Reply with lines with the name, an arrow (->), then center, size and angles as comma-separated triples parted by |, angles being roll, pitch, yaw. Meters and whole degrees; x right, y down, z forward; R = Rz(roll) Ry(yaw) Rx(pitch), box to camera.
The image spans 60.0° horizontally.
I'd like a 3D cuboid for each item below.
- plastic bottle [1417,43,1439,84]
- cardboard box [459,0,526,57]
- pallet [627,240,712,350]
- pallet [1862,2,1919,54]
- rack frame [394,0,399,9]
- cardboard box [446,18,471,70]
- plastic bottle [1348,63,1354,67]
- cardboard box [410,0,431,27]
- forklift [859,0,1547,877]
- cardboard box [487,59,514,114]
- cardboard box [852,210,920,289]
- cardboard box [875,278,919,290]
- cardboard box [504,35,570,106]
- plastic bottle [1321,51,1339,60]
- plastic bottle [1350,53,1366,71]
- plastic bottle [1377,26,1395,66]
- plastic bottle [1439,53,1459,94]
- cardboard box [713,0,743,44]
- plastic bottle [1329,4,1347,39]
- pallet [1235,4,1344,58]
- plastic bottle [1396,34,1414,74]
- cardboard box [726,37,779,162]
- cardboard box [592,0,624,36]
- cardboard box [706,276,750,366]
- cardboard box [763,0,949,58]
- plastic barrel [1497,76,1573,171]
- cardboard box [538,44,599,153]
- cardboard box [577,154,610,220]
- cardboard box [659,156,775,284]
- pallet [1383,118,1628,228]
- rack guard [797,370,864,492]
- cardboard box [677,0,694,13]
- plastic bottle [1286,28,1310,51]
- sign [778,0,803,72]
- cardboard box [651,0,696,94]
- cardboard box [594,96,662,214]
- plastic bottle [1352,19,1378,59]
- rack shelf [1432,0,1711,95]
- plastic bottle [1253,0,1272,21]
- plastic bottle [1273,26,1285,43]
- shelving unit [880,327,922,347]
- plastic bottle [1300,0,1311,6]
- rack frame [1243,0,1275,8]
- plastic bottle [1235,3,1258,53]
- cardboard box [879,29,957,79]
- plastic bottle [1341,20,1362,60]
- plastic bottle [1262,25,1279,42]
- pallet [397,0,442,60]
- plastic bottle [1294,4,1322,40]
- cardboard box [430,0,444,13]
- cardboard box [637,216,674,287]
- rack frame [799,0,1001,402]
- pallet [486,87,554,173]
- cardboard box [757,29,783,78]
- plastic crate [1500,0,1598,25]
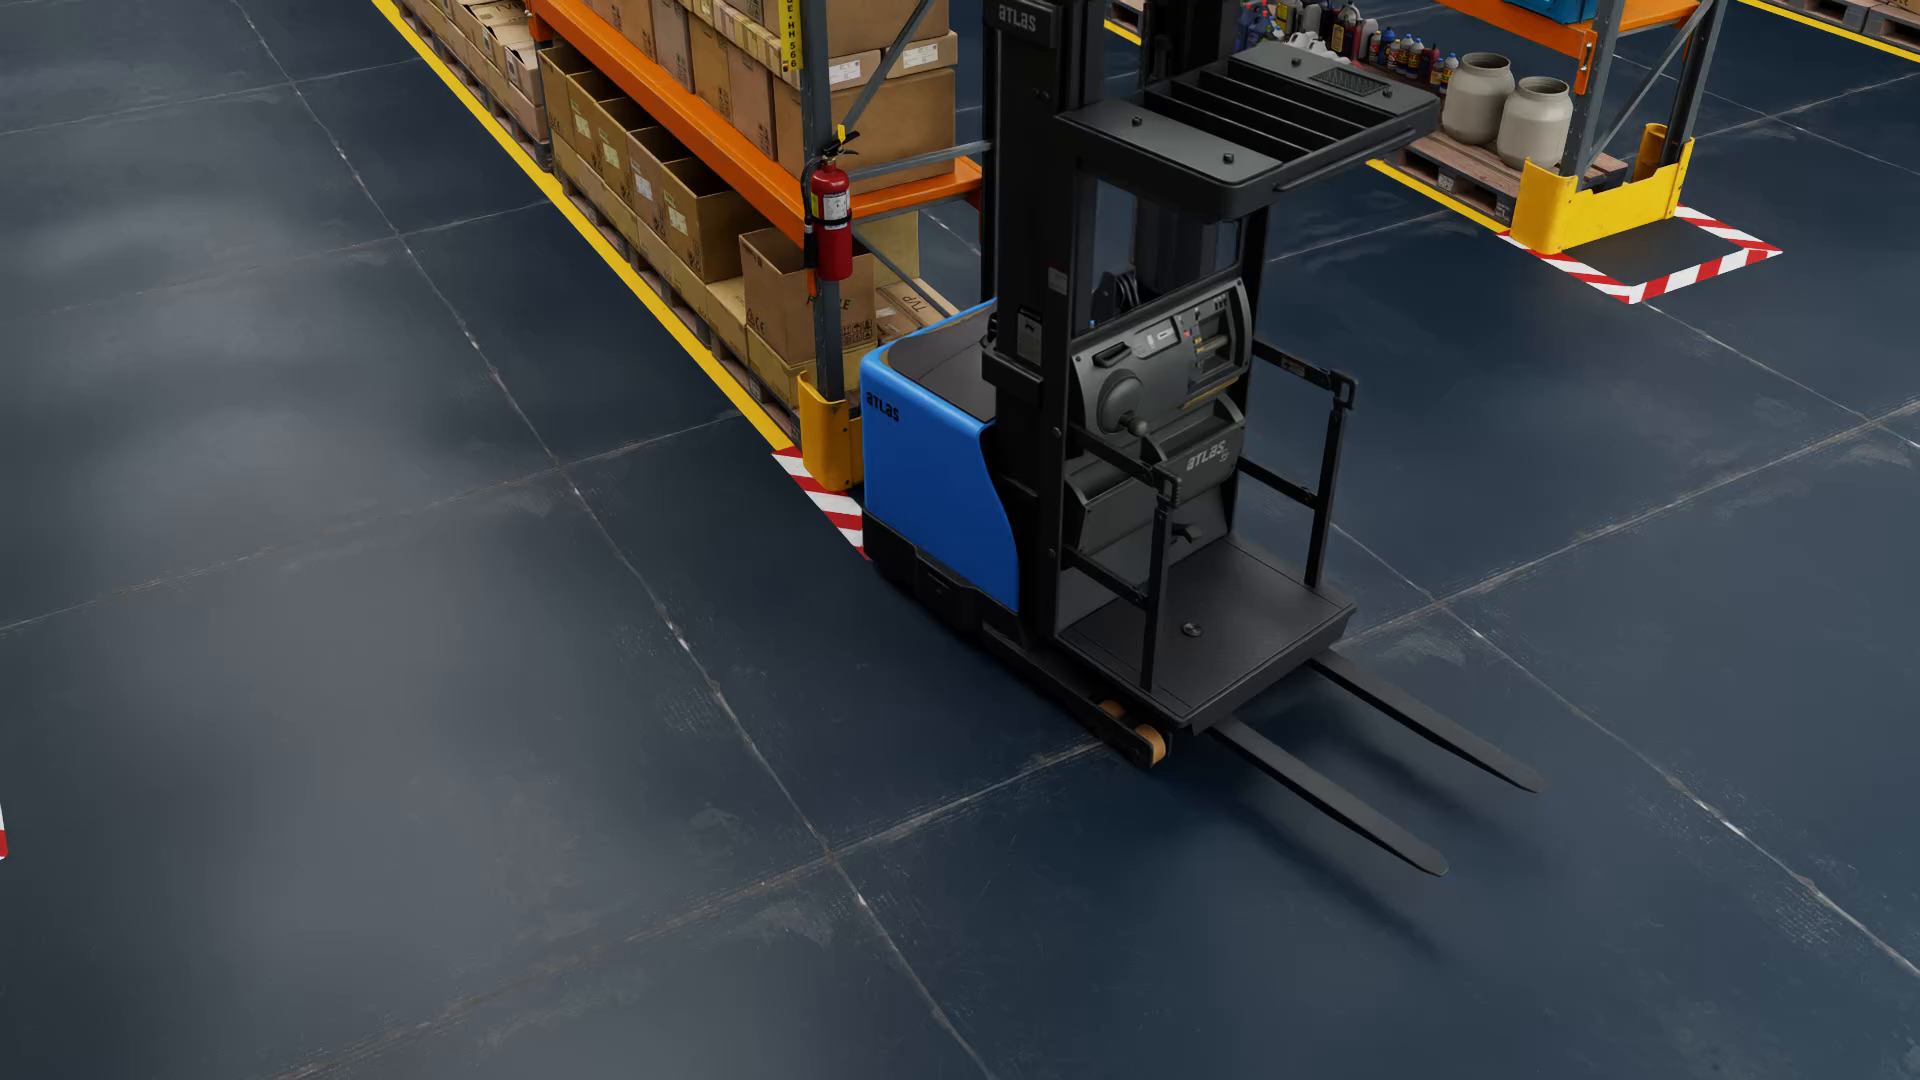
plastic bottle -> 3.321, -3.388, 11.775 | 0.061, 0.283, 0.133 | -18, 40, -23
cardboard box -> -3.201, -3.669, 11.730 | 0.500, 0.311, 0.500 | -19, 40, -24
pallet -> -1.254, -1.577, 9.729 | 1.003, 0.211, 1.213 | -19, 40, -24
pallet -> 7.927, -3.975, 13.013 | 1.003, 0.211, 1.213 | -19, 40, -24
rack frame -> -4.244, -5.783, 13.125 | 1.000, 3.000, 0.127 | -19, 40, -24
cardboard box -> -3.458, -3.707, 12.258 | 0.500, 0.250, 0.500 | -18, 40, -23
plastic bottle -> 2.684, -3.111, 11.396 | 0.061, 0.283, 0.133 | -18, 40, -23
cardboard box -> -3.981, -4.232, 12.977 | 0.500, 0.250, 0.500 | -20, 41, -25
forklift -> 0.912, -0.634, 6.133 | 1.130, 2.935, 3.031 | -28, 44, -32
cardboard box -> -2.946, -3.187, 11.545 | 0.500, 0.250, 0.500 | -20, 40, -25
cardboard box -> -0.554, -1.659, 8.818 | 0.500, 0.500, 0.500 | -19, 40, -24
cardboard box -> -0.556, -1.356, 9.039 | 0.500, 0.250, 0.500 | -19, 40, -24
cardboard box -> -2.686, -3.151, 11.020 | 0.500, 0.311, 0.500 | -19, 40, -24
plastic bottle -> 2.586, -3.261, 11.608 | 0.152, 0.276, 0.135 | -20, 41, -25
plastic bottle -> 2.747, -3.225, 11.553 | 0.061, 0.283, 0.133 | -19, 40, -24
plastic bottle -> 3.094, -3.591, 12.064 | 0.097, 0.271, 0.097 | 0, 36, 0
plastic bottle -> 3.419, -3.262, 11.614 | 0.097, 0.271, 0.097 | 0, 36, 0
cardboard box -> -0.967, -2.537, 8.045 | 0.380, 0.149, 0.250 | -18, 40, -23
plastic bottle -> 2.838, -3.878, 12.447 | 0.061, 0.283, 0.133 | -16, 39, -21
pallet -> 2.352, -3.728, 12.676 | 1.003, 0.211, 1.213 | -19, 40, -24
plastic bottle -> 3.196, -3.488, 11.923 | 0.097, 0.271, 0.097 | 0, 36, 0
cardboard box -> -0.716, -2.252, 8.206 | 0.700, 0.500, 0.500 | -18, 40, -23
cardboard box -> -1.735, -3.292, 9.630 | 0.700, 0.500, 0.500 | -19, 40, -24
cardboard box -> -1.011, -1.200, 8.825 | 0.500, 0.250, 0.500 | -19, 40, -24
cardboard box -> -0.475, -2.537, 7.495 | 0.700, 0.500, 0.500 | -19, 40, -24
plastic barrel -> 3.663, -2.647, 10.585 | 0.421, 0.512, 0.421 | 0, 36, 0
cardboard box -> -2.272, -2.776, 10.347 | 0.500, 0.500, 0.500 | -19, 40, -24
cardboard box -> -2.017, -2.220, 10.221 | 0.500, 0.250, 0.500 | -19, 40, -24
cardboard box -> -1.266, -1.756, 8.951 | 0.500, 0.500, 0.500 | -19, 40, -24
pallet -> 3.578, -2.484, 10.972 | 1.003, 0.211, 1.213 | -19, 40, -24
rack guard -> -0.212, -0.682, 8.260 | 1.175, 0.500, 0.348 | -19, 40, -24
cardboard box -> -1.233, -2.804, 8.411 | 0.380, 0.149, 0.250 | -18, 40, -23
plastic bottle -> 2.406, -3.470, 11.830 | 0.144, 0.351, 0.185 | -19, 40, -24
sign -> -0.701, -2.113, 6.917 | 0.100, 0.325, 0.005 | -19, 40, -24
cardboard box -> -1.228, -2.774, 8.921 | 0.700, 0.500, 0.500 | -18, 40, -23
cardboard box -> -1.769, -2.266, 9.649 | 0.500, 0.500, 0.500 | -19, 40, -24
plastic bottle -> 2.960, -3.697, 12.205 | 0.152, 0.276, 0.135 | -18, 40, -23
rack shelf -> 3.055, -3.899, 11.155 | 1.077, 0.370, 4.000 | -19, 40, -24
plastic bottle -> 2.222, -3.825, 12.317 | 0.144, 0.351, 0.185 | -19, 40, -24
plastic bottle -> 2.298, -3.590, 12.063 | 0.097, 0.271, 0.097 | 0, 36, 0
shelving unit -> -0.198, -0.513, 7.689 | 0.258, 0.900, 0.210 | -28, 44, -32
plastic bottle -> 2.623, -4.074, 12.658 | 0.144, 0.351, 0.185 | -20, 41, -25
rack frame -> 2.051, -5.209, 12.339 | 1.000, 3.000, 0.127 | -19, 40, -24
plastic bottle -> 2.097, -3.783, 12.259 | 0.144, 0.351, 0.185 | -18, 40, -23
cardboard box -> -0.235, -2.270, 7.680 | 0.380, 0.149, 0.250 | -19, 40, -24
plastic bottle -> 2.868, -3.668, 12.160 | 0.061, 0.283, 0.133 | -19, 40, -24
plastic bottle -> 2.239, -3.563, 12.015 | 0.061, 0.283, 0.133 | -17, 39, -22
pallet -> -3.864, -4.226, 13.357 | 1.003, 0.211, 1.213 | -19, 40, -24
plastic bottle -> 2.604, -3.889, 12.468 | 0.152, 0.276, 0.135 | -19, 40, -24
cardboard box -> -3.709, -4.189, 12.442 | 0.500, 0.311, 0.500 | -20, 41, -25
cardboard box -> -1.513, -1.710, 9.523 | 0.500, 0.250, 0.500 | -19, 40, -24
rack frame -> -0.225, -1.704, 7.539 | 1.000, 3.000, 0.127 | -19, 40, -24
pallet -> -2.638, -2.982, 11.653 | 1.003, 0.211, 1.213 | -19, 40, -24
cardboard box -> -0.714, -2.277, 7.690 | 0.380, 0.149, 0.250 | -18, 40, -23
plastic crate -> 3.550, -3.276, 9.818 | 0.499, 0.251, 0.616 | -19, 40, -24
